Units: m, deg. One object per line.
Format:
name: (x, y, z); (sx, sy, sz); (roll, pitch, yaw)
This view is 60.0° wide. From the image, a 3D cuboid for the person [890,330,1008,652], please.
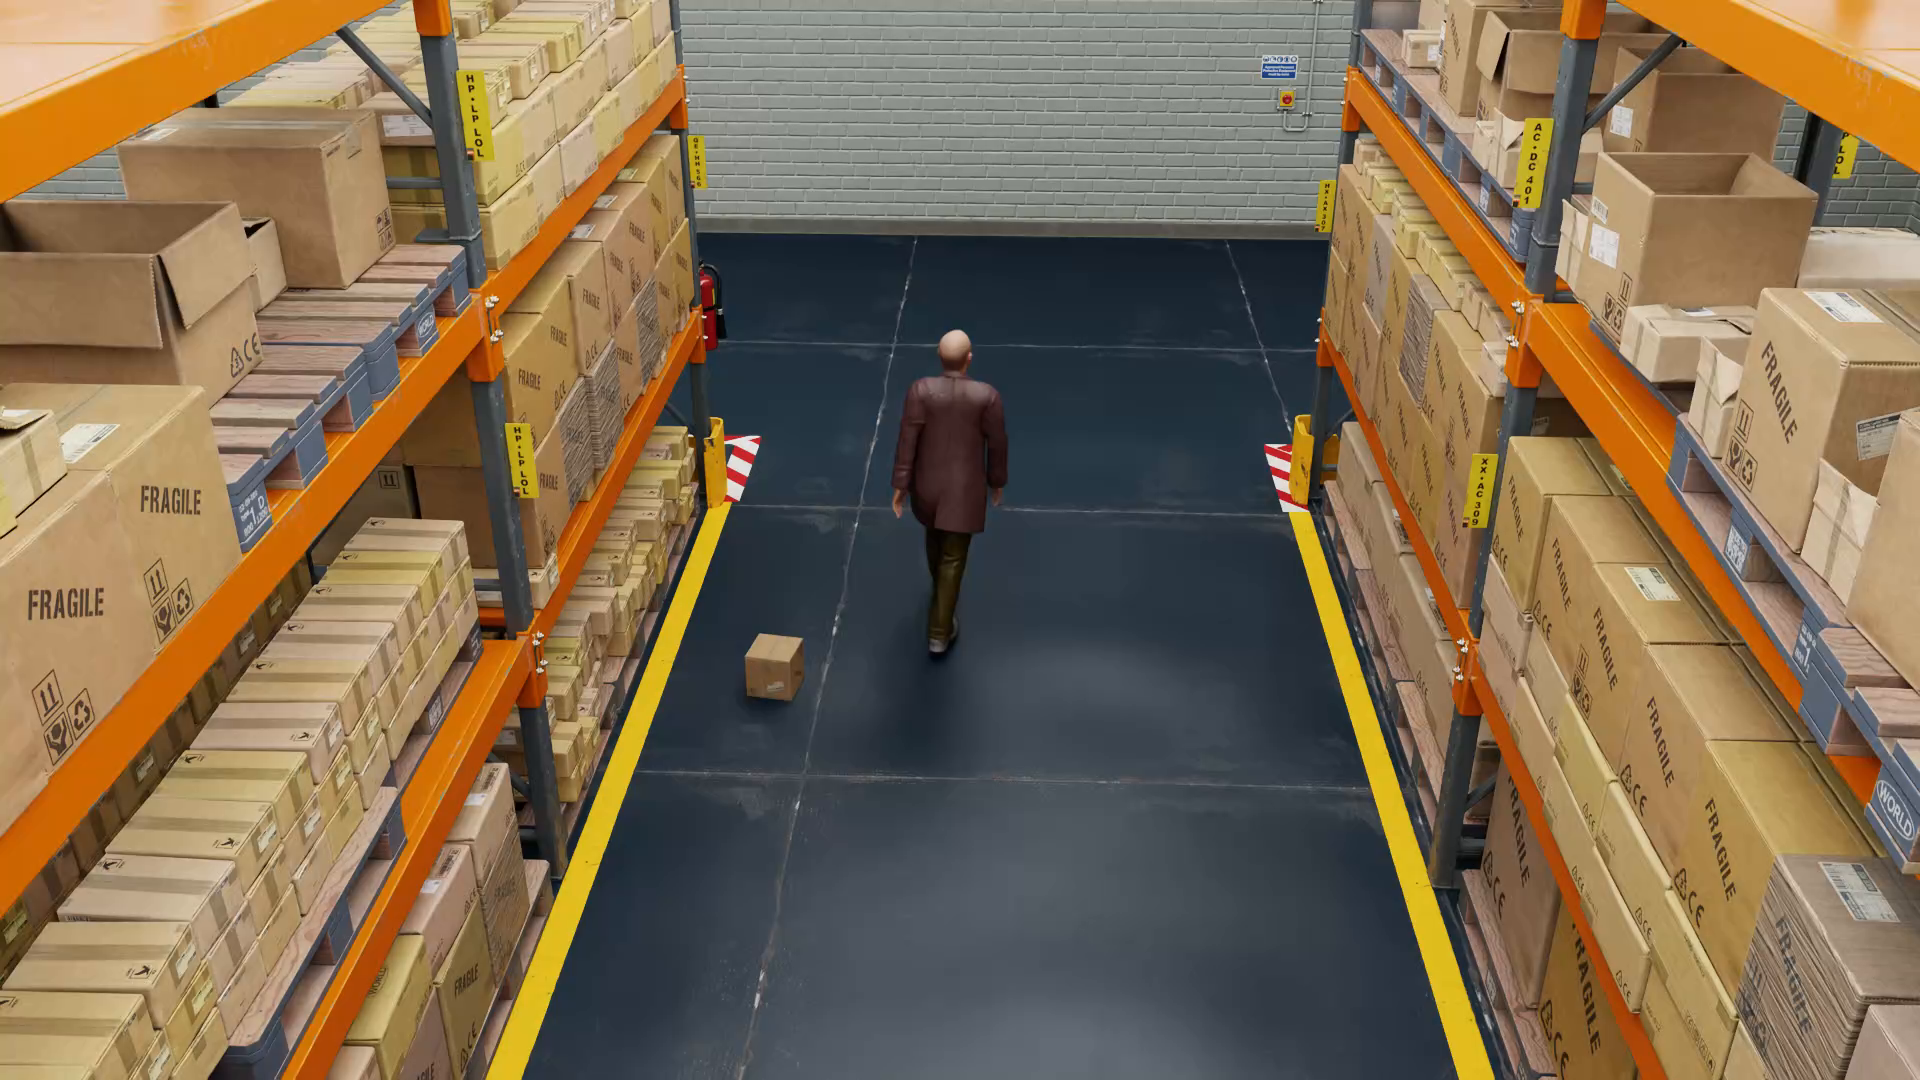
person: (-0.037, -0.324, 9.247); (0.615, 1.751, 0.956); (7, 28, 12)
